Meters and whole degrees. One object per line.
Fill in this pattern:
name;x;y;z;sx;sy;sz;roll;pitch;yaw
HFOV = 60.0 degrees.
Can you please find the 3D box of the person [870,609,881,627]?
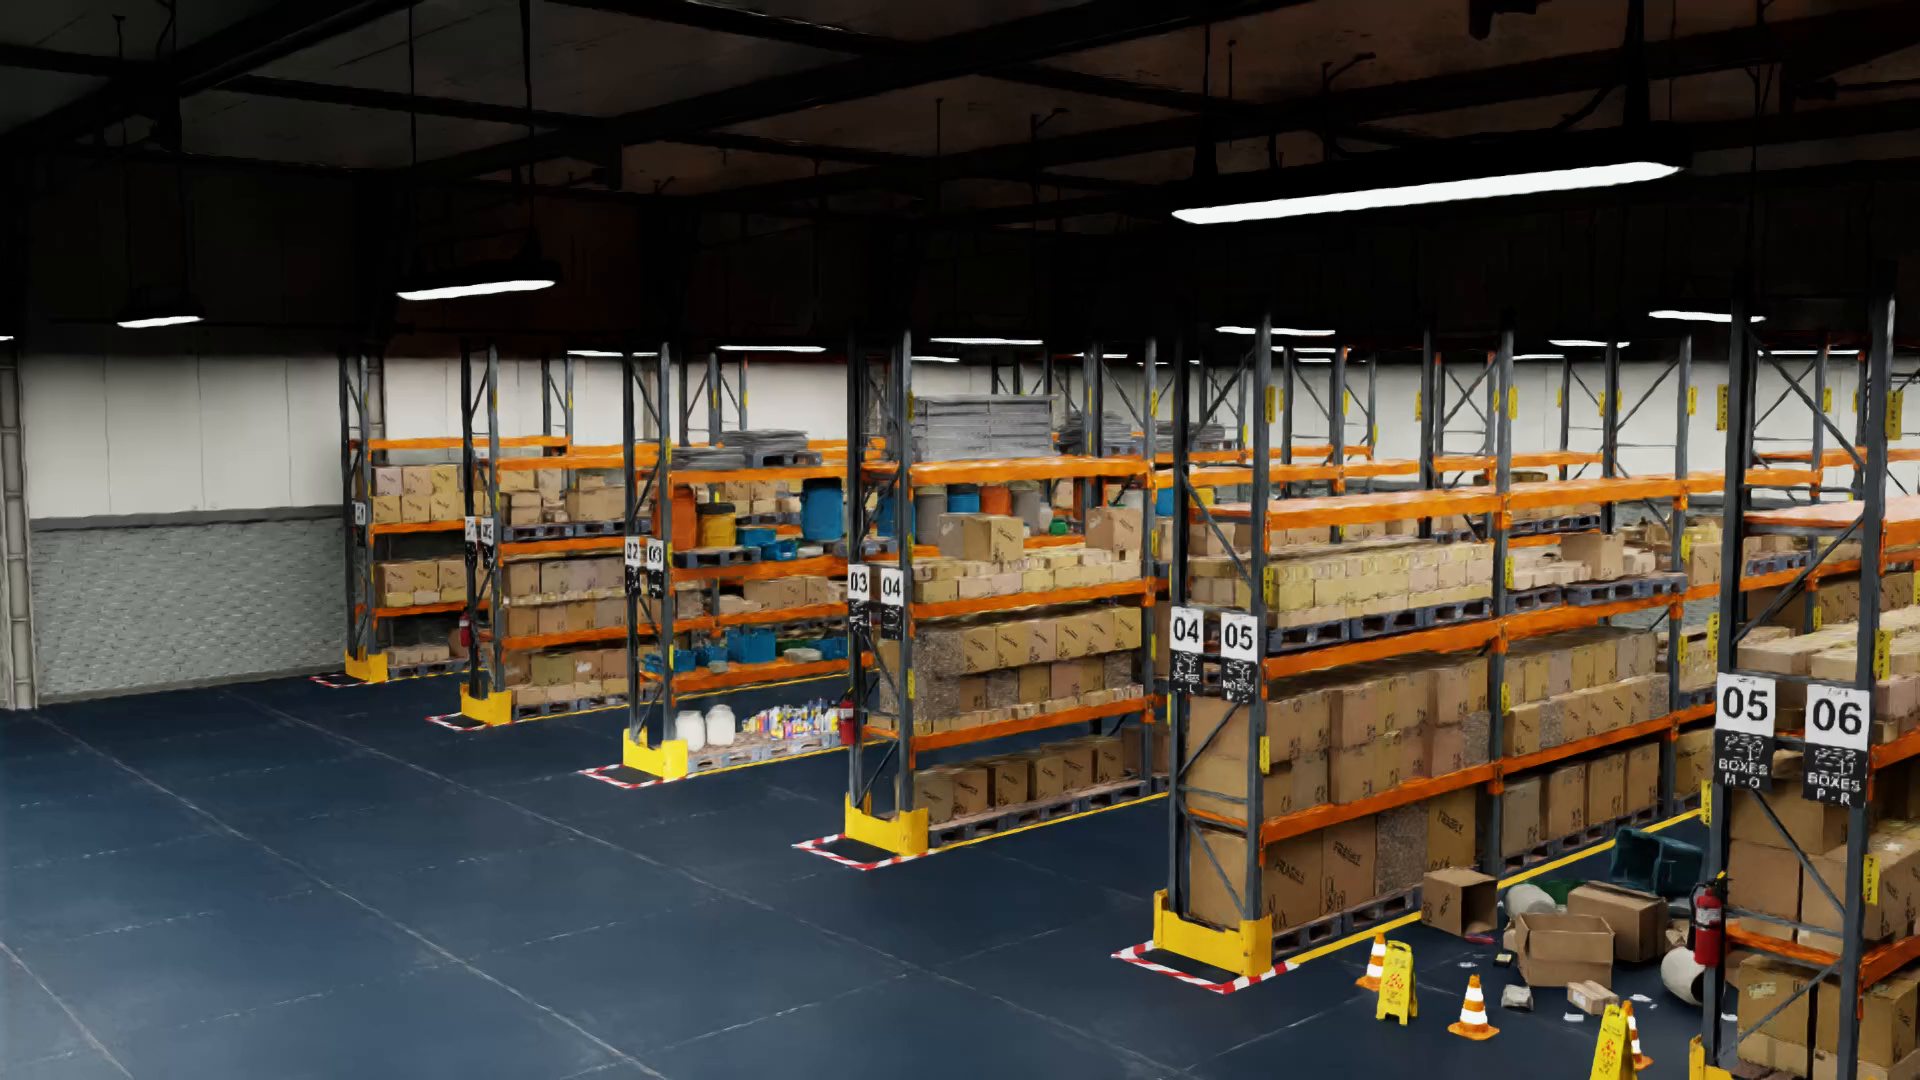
person;-1.760;1.146;35.950;0.506;1.619;0.598;-5;7;-44
